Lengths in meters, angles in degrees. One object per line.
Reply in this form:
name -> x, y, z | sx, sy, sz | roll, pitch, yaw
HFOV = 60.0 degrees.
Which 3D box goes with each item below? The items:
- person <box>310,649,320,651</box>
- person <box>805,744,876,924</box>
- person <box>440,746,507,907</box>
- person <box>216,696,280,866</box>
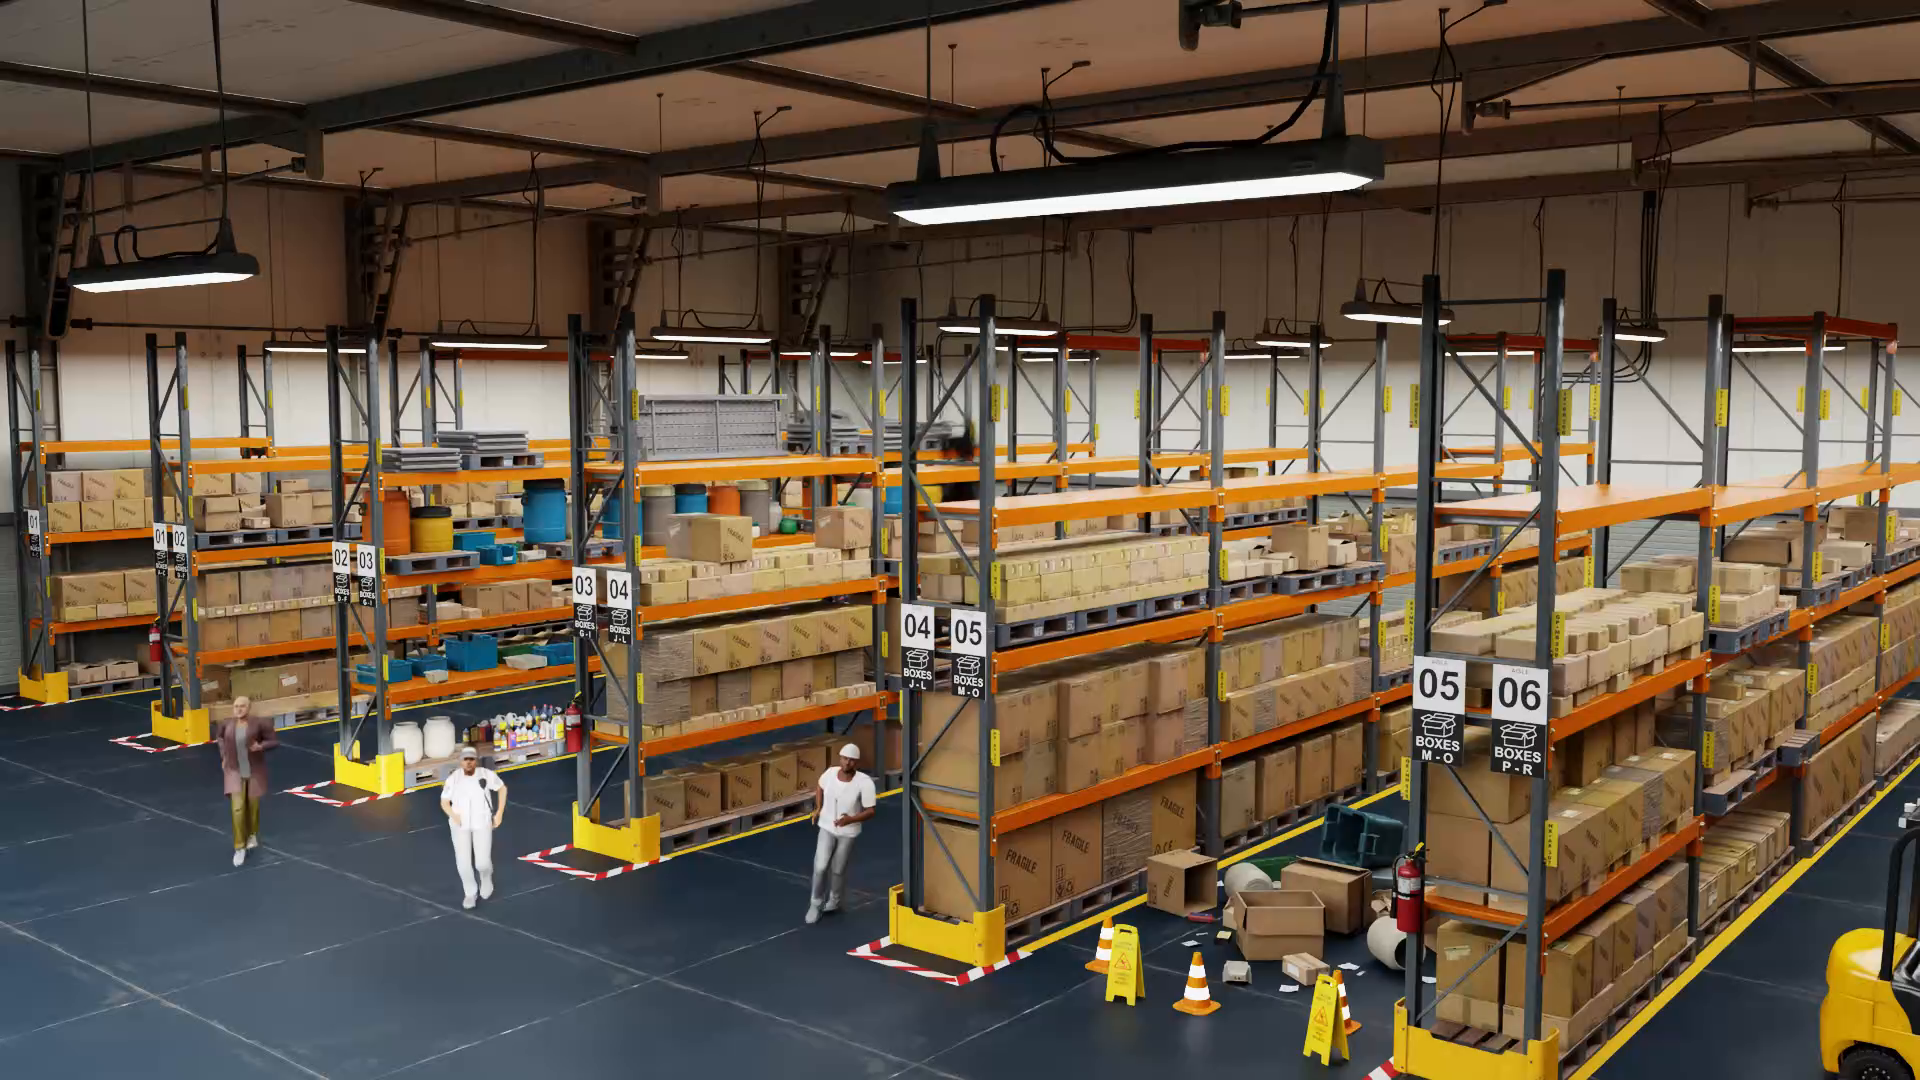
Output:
person -> -11.021, 1.776, 28.434 | 0.617, 1.700, 0.882 | 3, 6, 28
person -> -1.148, 2.855, 16.195 | 0.702, 1.780, 0.675 | 1, 5, 11
person -> -4.852, 2.864, 16.595 | 0.633, 1.628, 0.562 | -1, 5, -13
person -> -7.894, 2.631, 18.454 | 0.669, 1.852, 0.866 | -2, 5, -19
